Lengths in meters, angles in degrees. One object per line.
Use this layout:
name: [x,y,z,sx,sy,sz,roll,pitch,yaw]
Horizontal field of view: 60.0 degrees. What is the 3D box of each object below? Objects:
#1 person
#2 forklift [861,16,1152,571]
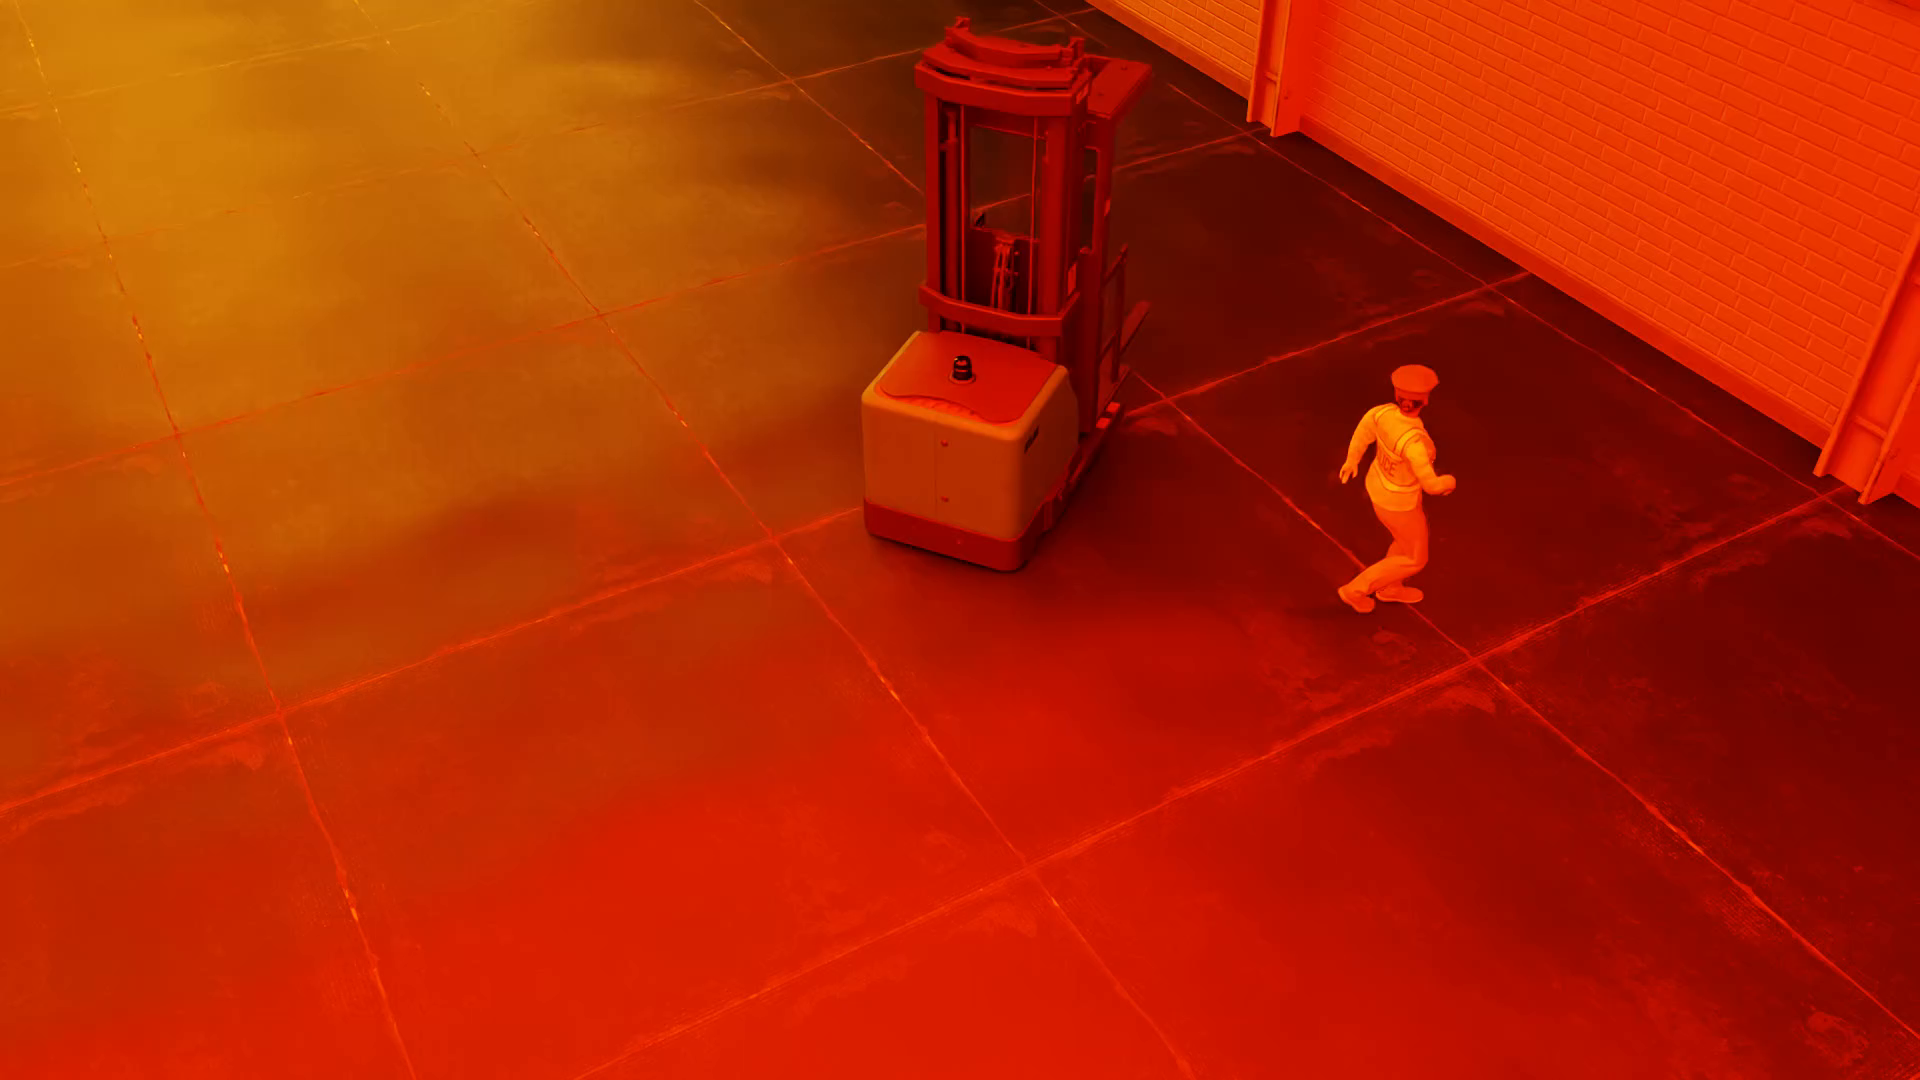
person: [2.481,-0.269,9.406,0.593,1.613,0.620,-2,40,-3]
forklift: [0.466,-1.882,10.306,1.130,2.935,3.031,16,42,18]
